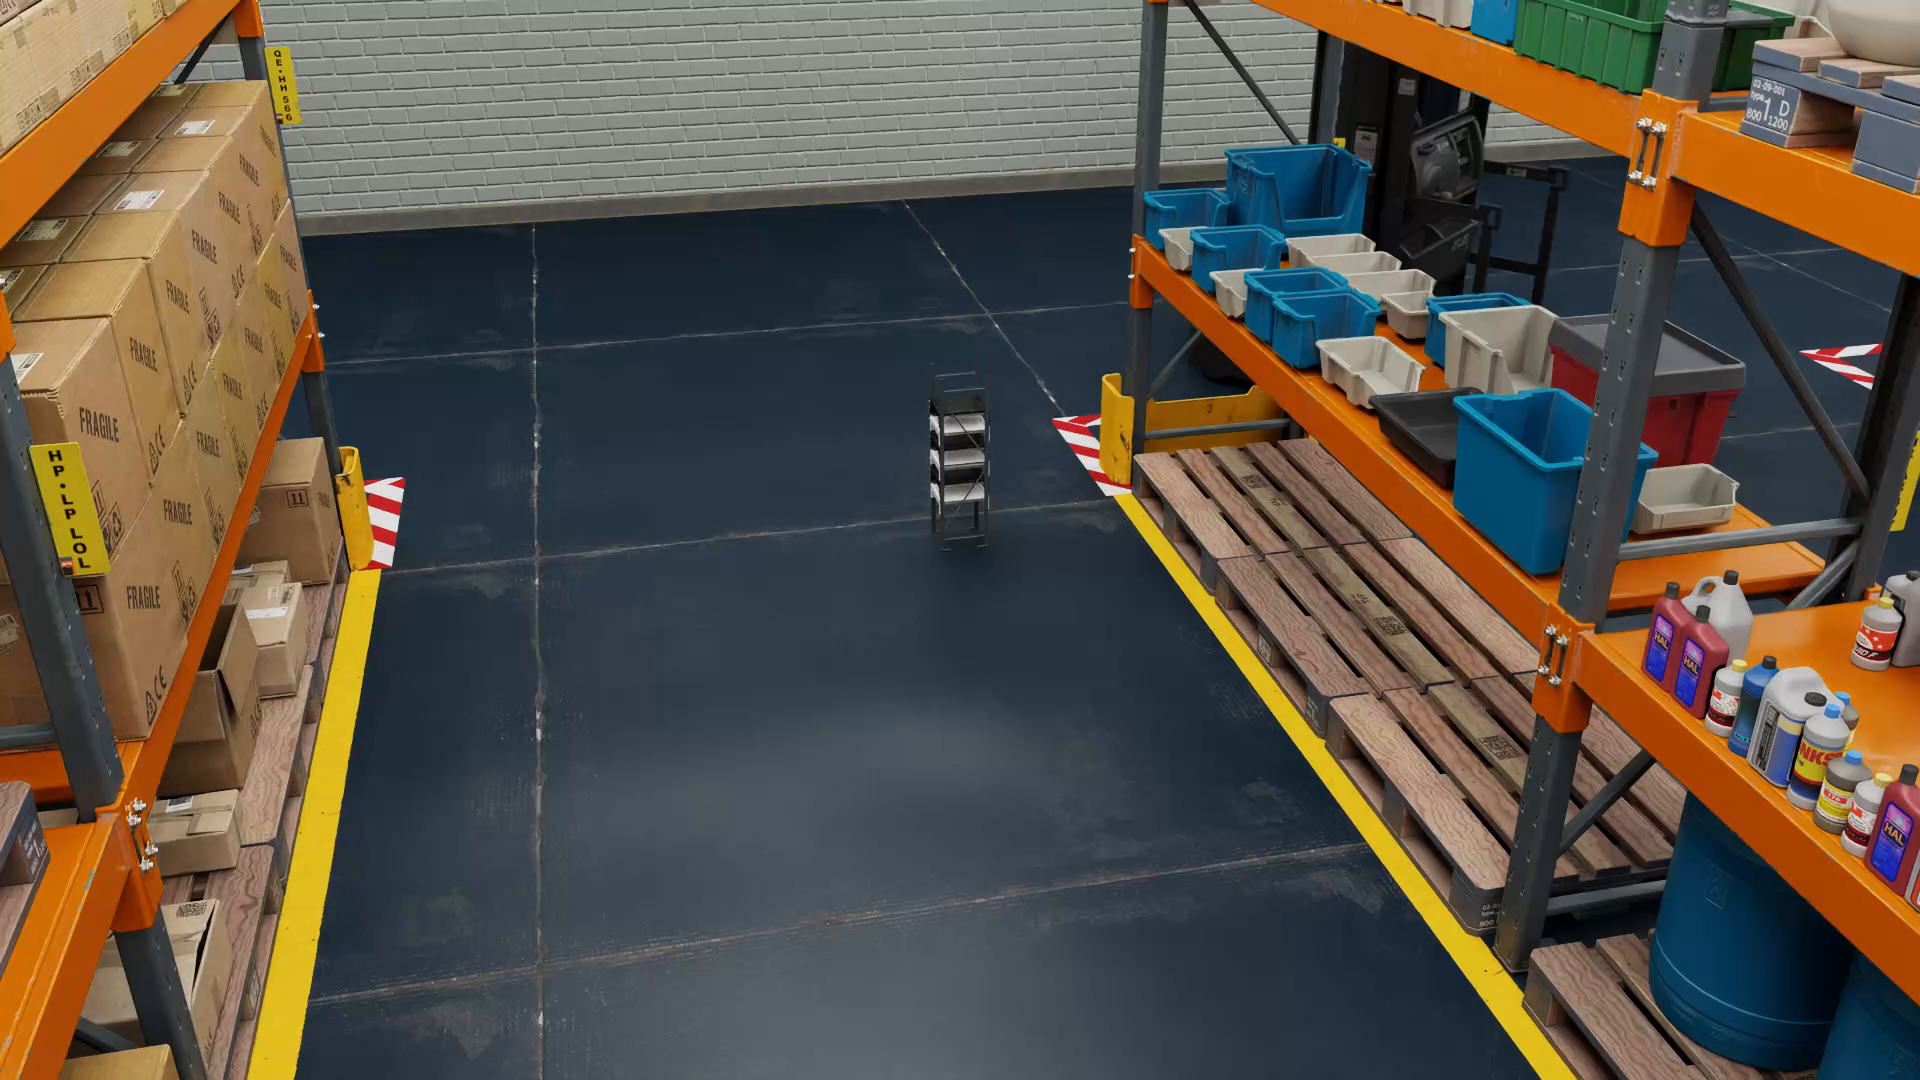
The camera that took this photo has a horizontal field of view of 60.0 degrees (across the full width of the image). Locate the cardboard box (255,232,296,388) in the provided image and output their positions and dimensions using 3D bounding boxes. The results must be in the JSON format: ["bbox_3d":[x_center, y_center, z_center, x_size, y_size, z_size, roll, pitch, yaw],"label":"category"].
[{"bbox_3d":[-2.970,-0.897,6.586,0.500,0.500,0.500,-6,27,-11],"label":"cardboard box"}]

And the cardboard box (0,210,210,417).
[{"bbox_3d":[-2.619,-0.671,5.030,0.500,0.500,0.500,-7,28,-13],"label":"cardboard box"}]

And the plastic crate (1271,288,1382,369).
[{"bbox_3d":[1.469,-0.850,6.724,0.416,0.233,0.300,-6,27,-12],"label":"plastic crate"}]

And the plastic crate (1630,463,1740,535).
[{"bbox_3d":[2.306,-0.122,5.388,0.396,0.136,0.243,-6,27,-12],"label":"plastic crate"}]

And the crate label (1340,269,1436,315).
[{"bbox_3d":[1.868,-1.071,7.268,0.396,0.136,0.243,-6,27,-12],"label":"crate label"}]

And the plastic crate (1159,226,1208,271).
[{"bbox_3d":[1.097,-1.368,7.857,0.250,0.136,0.298,-6,27,-12],"label":"plastic crate"}]

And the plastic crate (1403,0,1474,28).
[{"bbox_3d":[1.614,-1.735,5.322,0.293,0.136,0.466,-6,27,-12],"label":"plastic crate"}]

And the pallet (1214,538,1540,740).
[{"bbox_3d":[1.790,0.396,7.232,1.003,0.211,1.213,-6,27,-12],"label":"pallet"}]

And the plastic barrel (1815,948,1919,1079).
[{"bbox_3d":[2.537,1.307,4.194,0.600,0.901,0.708,-6,27,-12],"label":"plastic barrel"}]

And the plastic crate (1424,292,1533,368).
[{"bbox_3d":[2.083,-0.826,6.677,0.416,0.233,0.300,-6,27,-12],"label":"plastic crate"}]

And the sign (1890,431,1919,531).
[{"bbox_3d":[2.808,-0.172,4.955,0.100,0.325,0.005,-6,27,-12],"label":"sign"}]

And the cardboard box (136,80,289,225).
[{"bbox_3d":[-3.088,-1.572,6.815,0.500,0.500,0.500,-6,27,-12],"label":"cardboard box"}]

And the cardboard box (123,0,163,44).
[{"bbox_3d":[-2.760,-1.662,5.051,0.500,0.250,0.500,-6,27,-12],"label":"cardboard box"}]

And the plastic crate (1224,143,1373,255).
[{"bbox_3d":[1.628,-1.664,8.112,0.616,0.435,0.499,-6,27,-12],"label":"plastic crate"}]

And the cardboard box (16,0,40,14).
[{"bbox_3d":[-2.537,-1.446,4.068,0.500,0.250,0.500,-6,27,-12],"label":"cardboard box"}]

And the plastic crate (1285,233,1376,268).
[{"bbox_3d":[1.730,-1.319,7.761,0.396,0.136,0.243,-6,27,-12],"label":"plastic crate"}]

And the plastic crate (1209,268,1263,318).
[{"bbox_3d":[1.250,-1.070,7.267,0.250,0.136,0.298,-6,27,-12],"label":"plastic crate"}]

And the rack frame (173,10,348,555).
[{"bbox_3d":[-3.457,-1.248,7.394,1.000,3.000,0.127,-6,27,-12],"label":"rack frame"}]

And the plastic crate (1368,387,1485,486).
[{"bbox_3d":[1.758,-0.362,5.876,0.437,0.125,0.590,-6,27,-12],"label":"plastic crate"}]

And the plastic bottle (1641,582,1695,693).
[{"bbox_3d":[1.939,0.263,4.530,0.061,0.283,0.133,-6,27,-12],"label":"plastic bottle"}]

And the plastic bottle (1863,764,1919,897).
[{"bbox_3d":[2.139,0.653,3.757,0.061,0.283,0.133,-6,27,-12],"label":"plastic bottle"}]

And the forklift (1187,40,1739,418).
[{"bbox_3d":[2.878,-2.101,9.161,3.031,2.935,1.130,19,33,33],"label":"forklift"}]

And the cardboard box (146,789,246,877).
[{"bbox_3d":[-2.644,0.991,5.613,0.380,0.166,0.250,-6,27,-12],"label":"cardboard box"}]

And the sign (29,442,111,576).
[{"bbox_3d":[-2.015,-0.067,3.769,0.100,0.325,0.005,-6,27,-12],"label":"sign"}]

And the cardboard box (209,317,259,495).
[{"bbox_3d":[-2.750,-0.456,5.713,0.500,0.500,0.500,-6,27,-12],"label":"cardboard box"}]

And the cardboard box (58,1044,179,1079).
[{"bbox_3d":[-2.165,1.615,4.008,0.500,0.500,0.500,-6,27,-12],"label":"cardboard box"}]

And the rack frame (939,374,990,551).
[{"bbox_3d":[0.021,-0.361,7.966,0.240,0.900,0.006,-6,27,-12],"label":"rack frame"}]

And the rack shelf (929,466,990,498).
[{"bbox_3d":[-0.002,-0.295,8.110,0.258,0.077,0.200,-6,27,-12],"label":"rack shelf"}]

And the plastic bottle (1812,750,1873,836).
[{"bbox_3d":[2.109,0.594,3.965,0.097,0.201,0.097,0,27,0],"label":"plastic bottle"}]

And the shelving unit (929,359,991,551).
[{"bbox_3d":[-0.002,-0.405,8.054,0.258,0.900,0.210,-6,27,-12],"label":"shelving unit"}]

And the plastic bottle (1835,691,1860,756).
[{"bbox_3d":[2.205,0.477,4.197,0.097,0.201,0.097,0,27,0],"label":"plastic bottle"}]

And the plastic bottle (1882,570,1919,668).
[{"bbox_3d":[2.675,0.202,4.659,0.152,0.276,0.135,-6,27,-12],"label":"plastic bottle"}]

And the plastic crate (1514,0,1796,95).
[{"bbox_3d":[1.882,-1.393,4.588,0.450,0.188,0.662,-6,27,-12],"label":"plastic crate"}]

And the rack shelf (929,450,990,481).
[{"bbox_3d":[-0.002,-0.376,8.069,0.258,0.077,0.200,-6,27,-12],"label":"rack shelf"}]

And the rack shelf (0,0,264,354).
[{"bbox_3d":[-3.006,-1.388,5.141,1.077,0.370,4.000,-6,27,-12],"label":"rack shelf"}]

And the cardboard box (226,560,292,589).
[{"bbox_3d":[-3.091,0.221,7.140,0.380,0.166,0.250,-6,27,-12],"label":"cardboard box"}]

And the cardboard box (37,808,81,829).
[{"bbox_3d":[-3.129,0.961,5.513,0.500,0.311,0.500,-6,27,-12],"label":"cardboard box"}]

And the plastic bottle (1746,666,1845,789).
[{"bbox_3d":[2.087,0.464,4.139,0.152,0.276,0.135,-6,27,-12],"label":"plastic bottle"}]

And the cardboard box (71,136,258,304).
[{"bbox_3d":[-2.852,-1.123,5.925,0.500,0.500,0.500,-5,27,-10],"label":"cardboard box"}]

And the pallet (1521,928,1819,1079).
[{"bbox_3d":[2.405,1.594,4.857,1.003,0.211,1.213,-6,27,-12],"label":"pallet"}]

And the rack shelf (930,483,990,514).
[{"bbox_3d":[-0.002,-0.215,8.150,0.258,0.077,0.200,-6,27,-12],"label":"rack shelf"}]

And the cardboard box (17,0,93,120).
[{"bbox_3d":[-2.532,-1.223,4.181,0.500,0.250,0.500,-6,27,-12],"label":"cardboard box"}]

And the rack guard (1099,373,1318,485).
[{"bbox_3d":[1.352,-0.643,8.969,1.175,0.500,0.348,-6,27,-12],"label":"rack guard"}]

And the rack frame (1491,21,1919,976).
[{"bbox_3d":[2.272,0.006,4.908,1.000,3.000,0.127,-6,27,-12],"label":"rack frame"}]

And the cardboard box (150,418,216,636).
[{"bbox_3d":[-2.523,-0.013,4.835,0.500,0.500,0.500,-5,27,-11],"label":"cardboard box"}]

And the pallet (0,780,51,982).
[{"bbox_3d":[-2.481,0.955,3.241,1.003,0.211,1.213,-6,27,-12],"label":"pallet"}]

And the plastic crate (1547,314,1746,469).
[{"bbox_3d":[2.315,-0.466,5.708,0.402,0.464,0.583,-6,27,-12],"label":"plastic crate"}]

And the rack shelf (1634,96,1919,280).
[{"bbox_3d":[2.722,-0.134,2.655,1.077,0.370,4.000,-6,27,-12],"label":"rack shelf"}]

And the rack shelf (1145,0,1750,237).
[{"bbox_3d":[1.821,-1.890,6.134,1.077,0.370,4.000,-6,27,-12],"label":"rack shelf"}]

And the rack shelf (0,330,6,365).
[{"bbox_3d":[-2.104,0.368,1.662,1.077,0.370,4.000,-6,27,-12],"label":"rack shelf"}]

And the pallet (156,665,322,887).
[{"bbox_3d":[-2.987,0.914,6.204,1.003,0.211,1.213,-6,27,-12],"label":"pallet"}]

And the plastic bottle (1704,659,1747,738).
[{"bbox_3d":[2.012,0.407,4.336,0.097,0.201,0.097,0,27,0],"label":"plastic bottle"}]

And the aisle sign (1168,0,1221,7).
[{"bbox_3d":[1.065,-2.912,7.805,0.394,0.787,0.004,-6,27,-12],"label":"aisle sign"}]

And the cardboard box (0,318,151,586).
[{"bbox_3d":[-2.387,-0.219,4.134,0.500,0.500,0.500,-5,27,-10],"label":"cardboard box"}]
